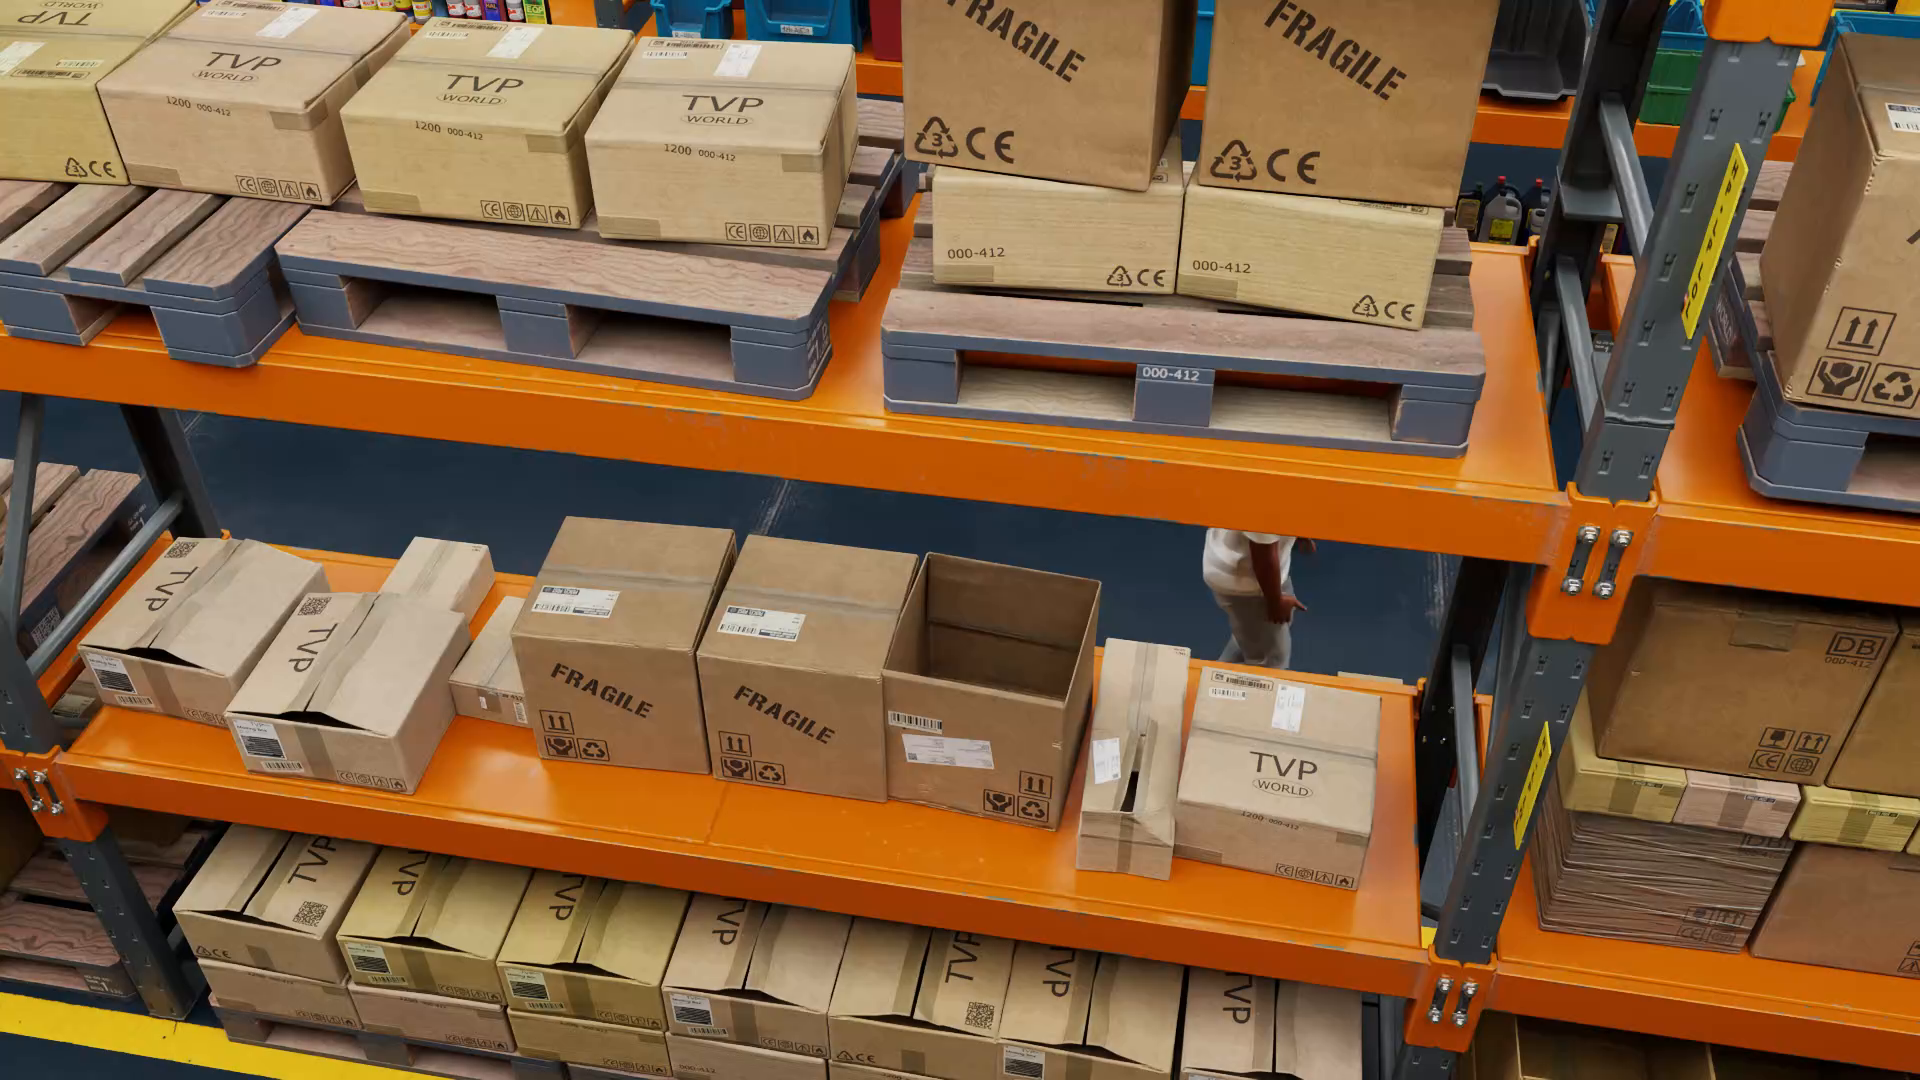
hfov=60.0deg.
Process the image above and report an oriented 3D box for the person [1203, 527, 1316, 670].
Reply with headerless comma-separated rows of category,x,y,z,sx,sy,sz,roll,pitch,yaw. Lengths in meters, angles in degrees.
person,1.119,0.078,6.088,0.453,1.716,0.591,7,41,9
